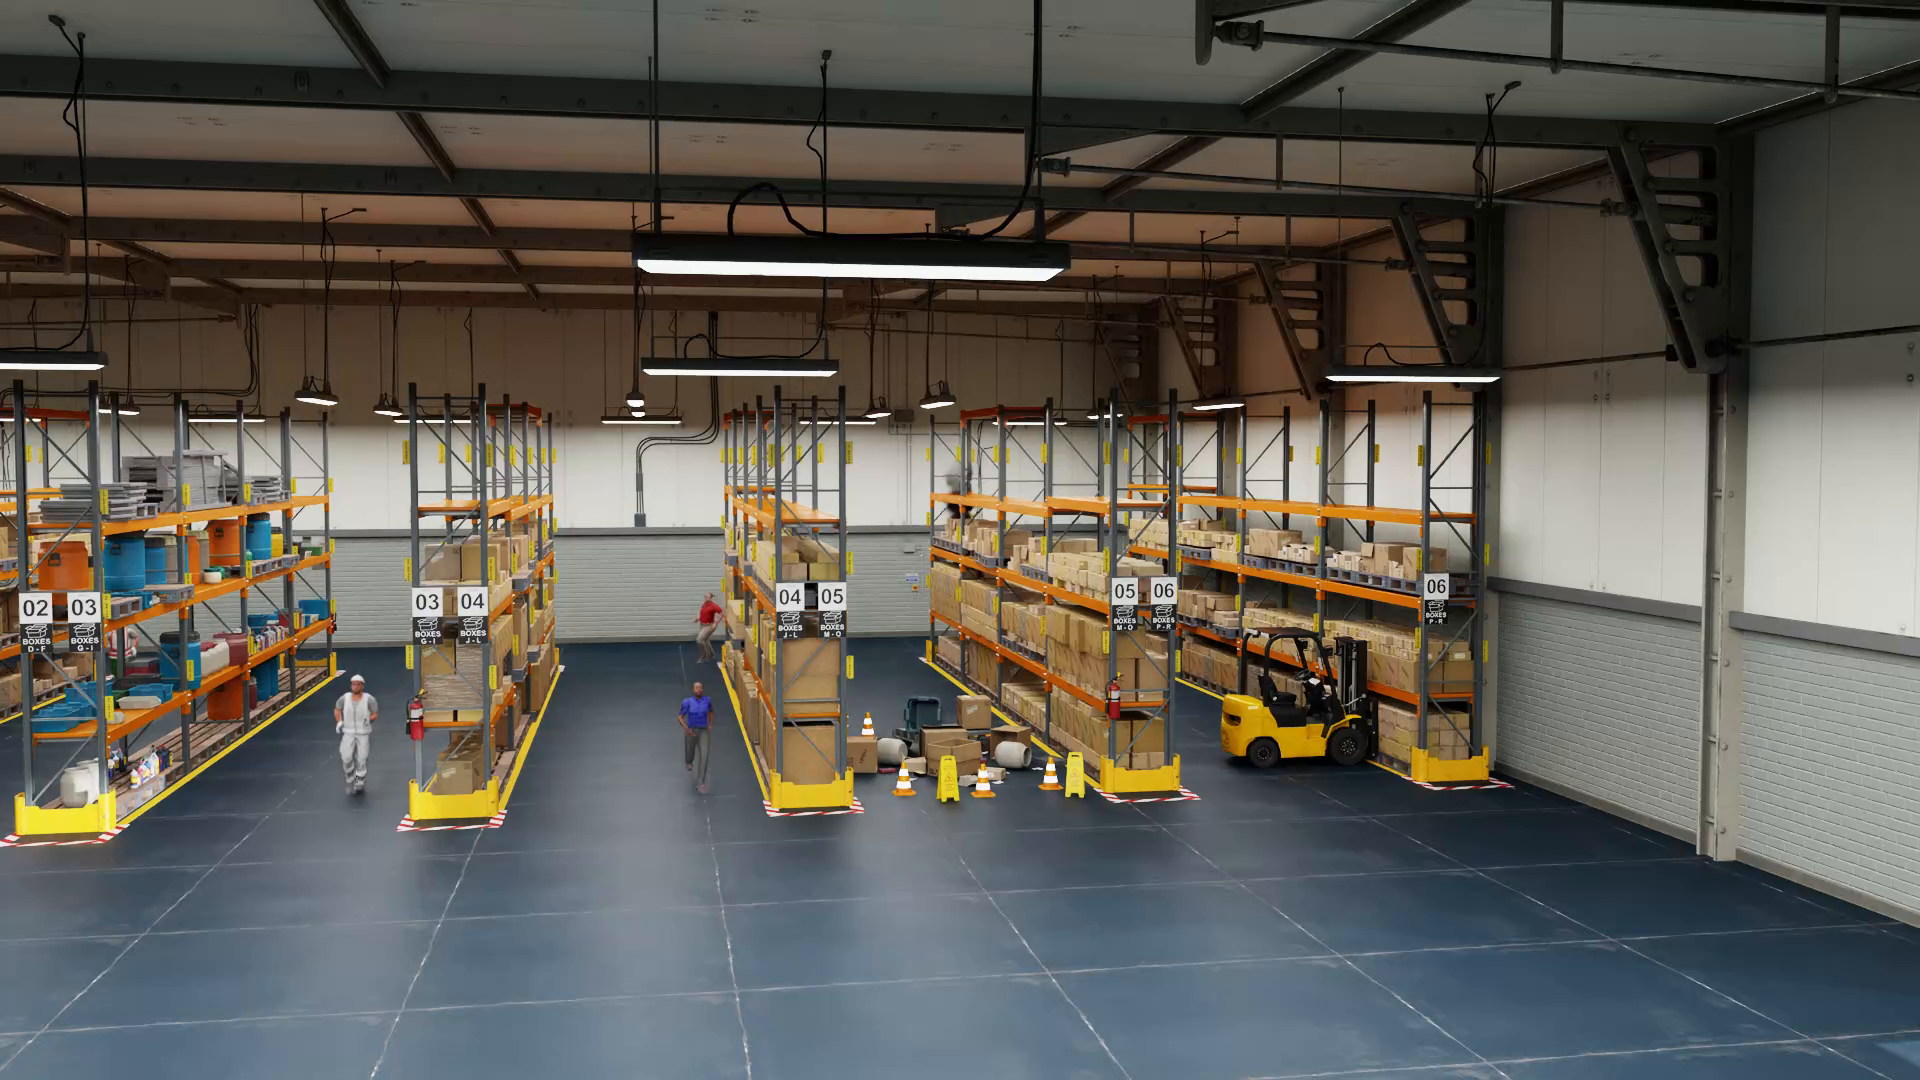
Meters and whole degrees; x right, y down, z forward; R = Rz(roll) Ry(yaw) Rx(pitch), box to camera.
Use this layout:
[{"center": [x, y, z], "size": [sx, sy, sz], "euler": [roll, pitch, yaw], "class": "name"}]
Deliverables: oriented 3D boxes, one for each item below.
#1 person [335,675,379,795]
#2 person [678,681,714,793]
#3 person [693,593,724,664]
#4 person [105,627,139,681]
[{"center": [-8.897, 2.872, 24.489], "size": [0.634, 1.768, 0.670], "euler": [-1, 3, -14], "class": "person"}, {"center": [-3.970, 2.945, 25.109], "size": [0.557, 1.643, 0.960], "euler": [-1, 3, -15], "class": "person"}, {"center": [-6.078, 2.137, 40.107], "size": [0.680, 1.745, 0.725], "euler": [-2, 4, -39], "class": "person"}, {"center": [-16.915, 2.415, 33.477], "size": [0.633, 1.848, 0.793], "euler": [-1, 3, -16], "class": "person"}]
